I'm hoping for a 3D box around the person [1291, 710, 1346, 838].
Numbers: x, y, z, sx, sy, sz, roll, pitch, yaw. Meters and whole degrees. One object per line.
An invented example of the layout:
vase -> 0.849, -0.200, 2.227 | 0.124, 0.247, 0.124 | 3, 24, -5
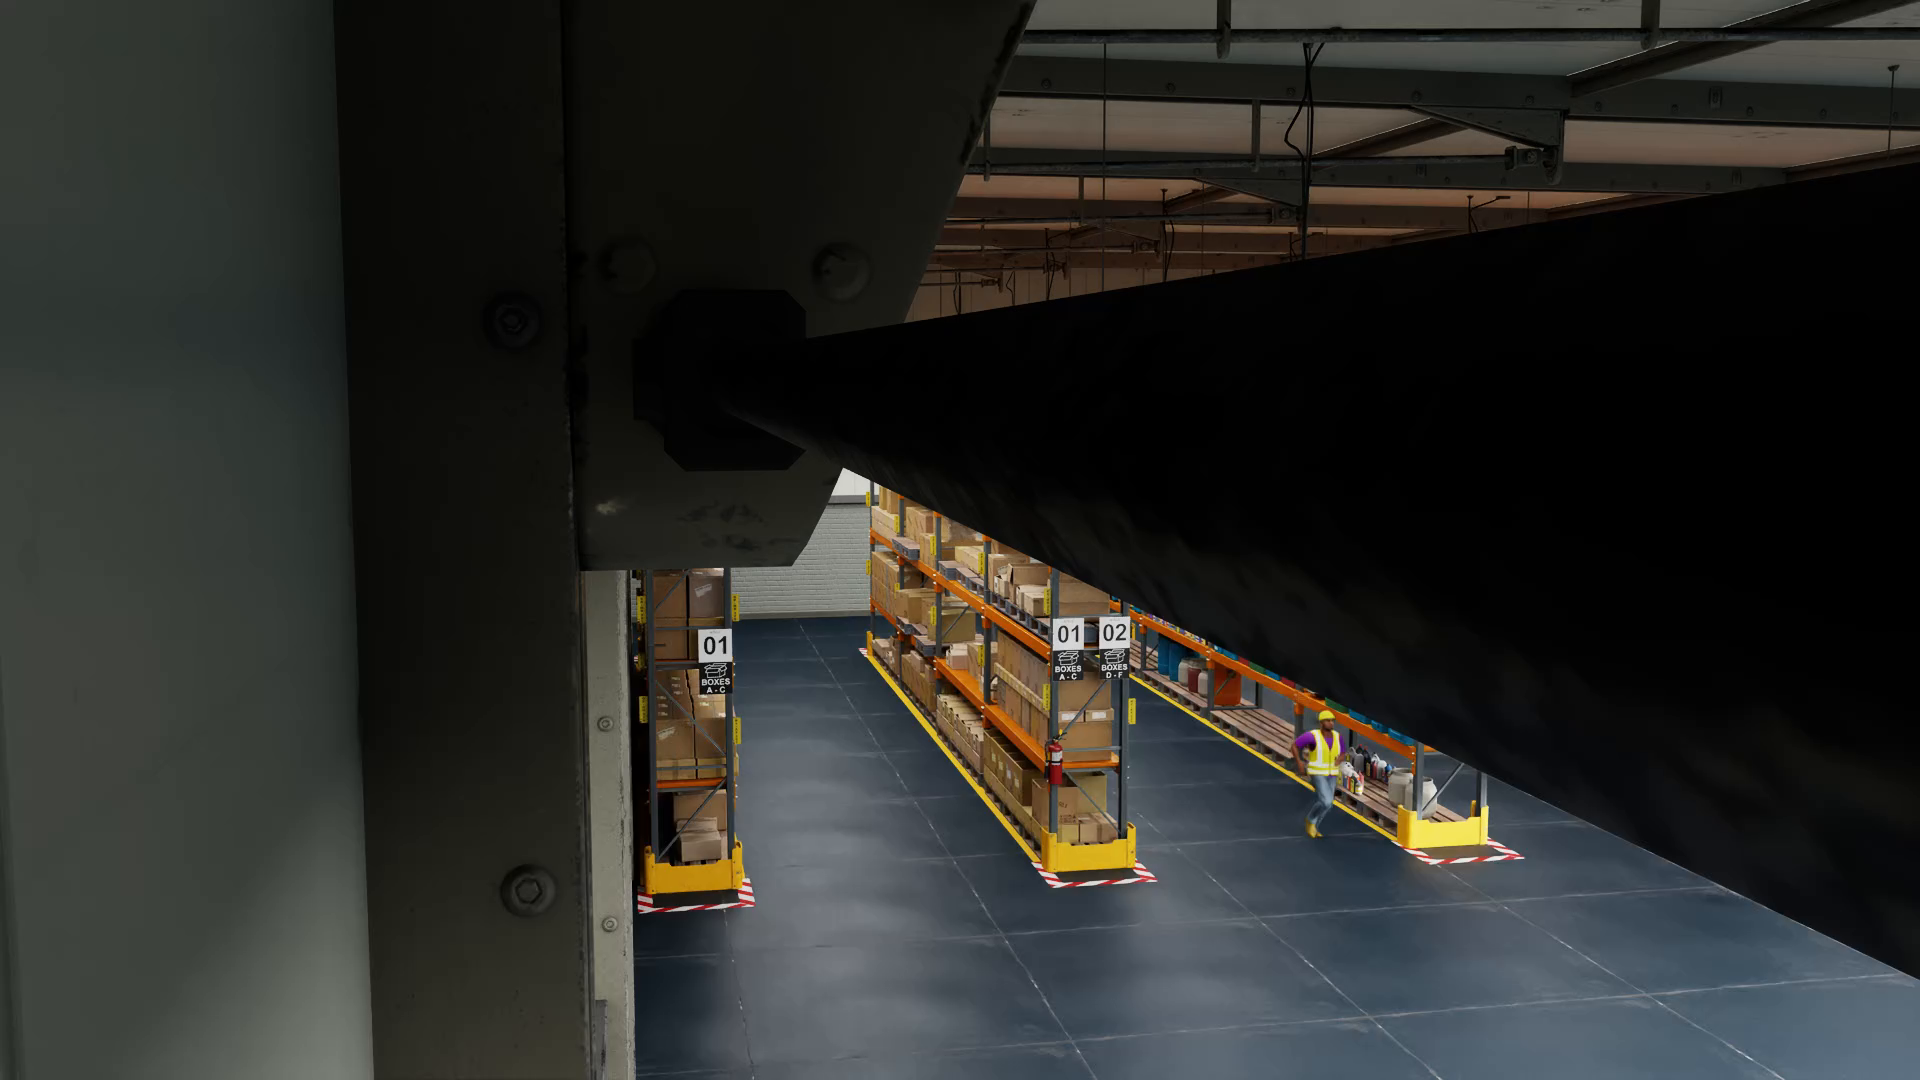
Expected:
person -> 4.882, 3.144, 22.298 | 0.689, 1.720, 0.636 | -3, 7, -25
